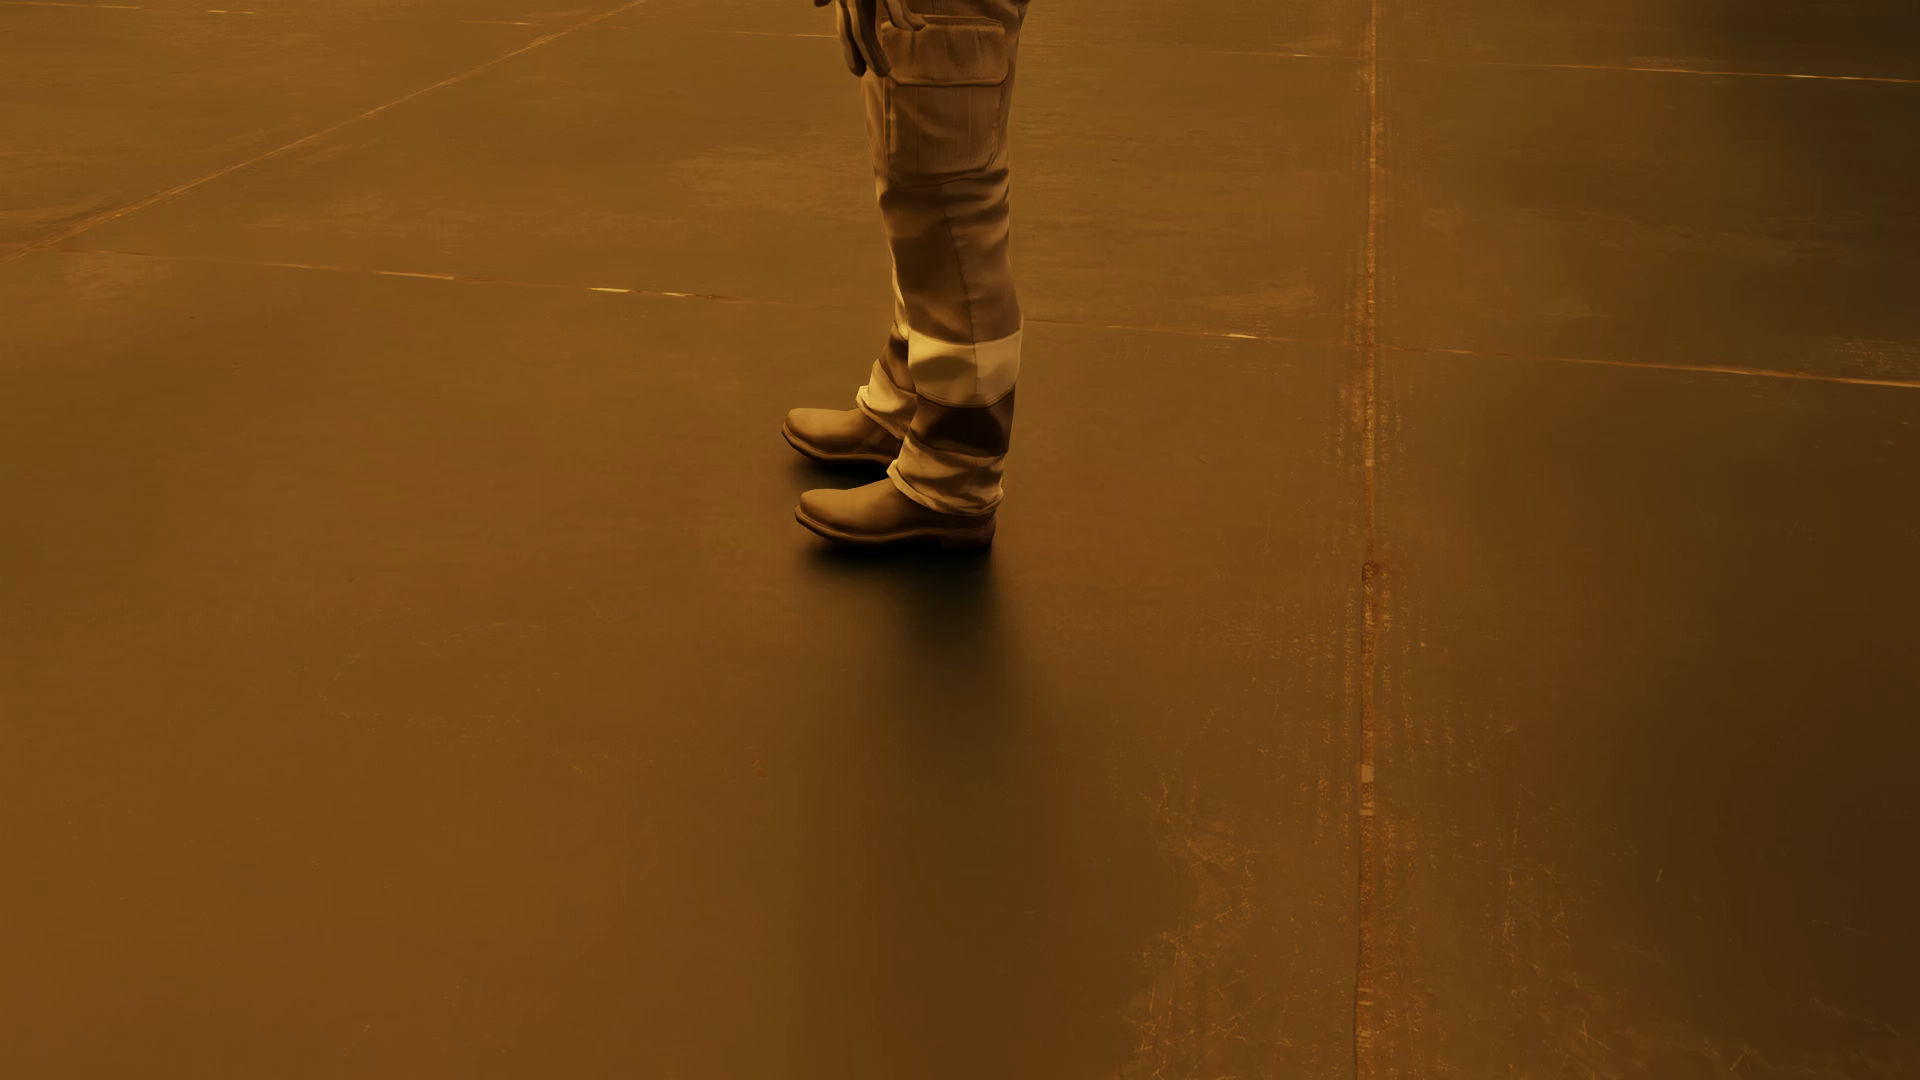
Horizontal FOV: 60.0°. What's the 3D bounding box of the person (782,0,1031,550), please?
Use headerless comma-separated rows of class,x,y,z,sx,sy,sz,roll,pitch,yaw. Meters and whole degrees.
person,-0.075,-0.819,2.120,0.564,1.787,0.637,6,27,11
